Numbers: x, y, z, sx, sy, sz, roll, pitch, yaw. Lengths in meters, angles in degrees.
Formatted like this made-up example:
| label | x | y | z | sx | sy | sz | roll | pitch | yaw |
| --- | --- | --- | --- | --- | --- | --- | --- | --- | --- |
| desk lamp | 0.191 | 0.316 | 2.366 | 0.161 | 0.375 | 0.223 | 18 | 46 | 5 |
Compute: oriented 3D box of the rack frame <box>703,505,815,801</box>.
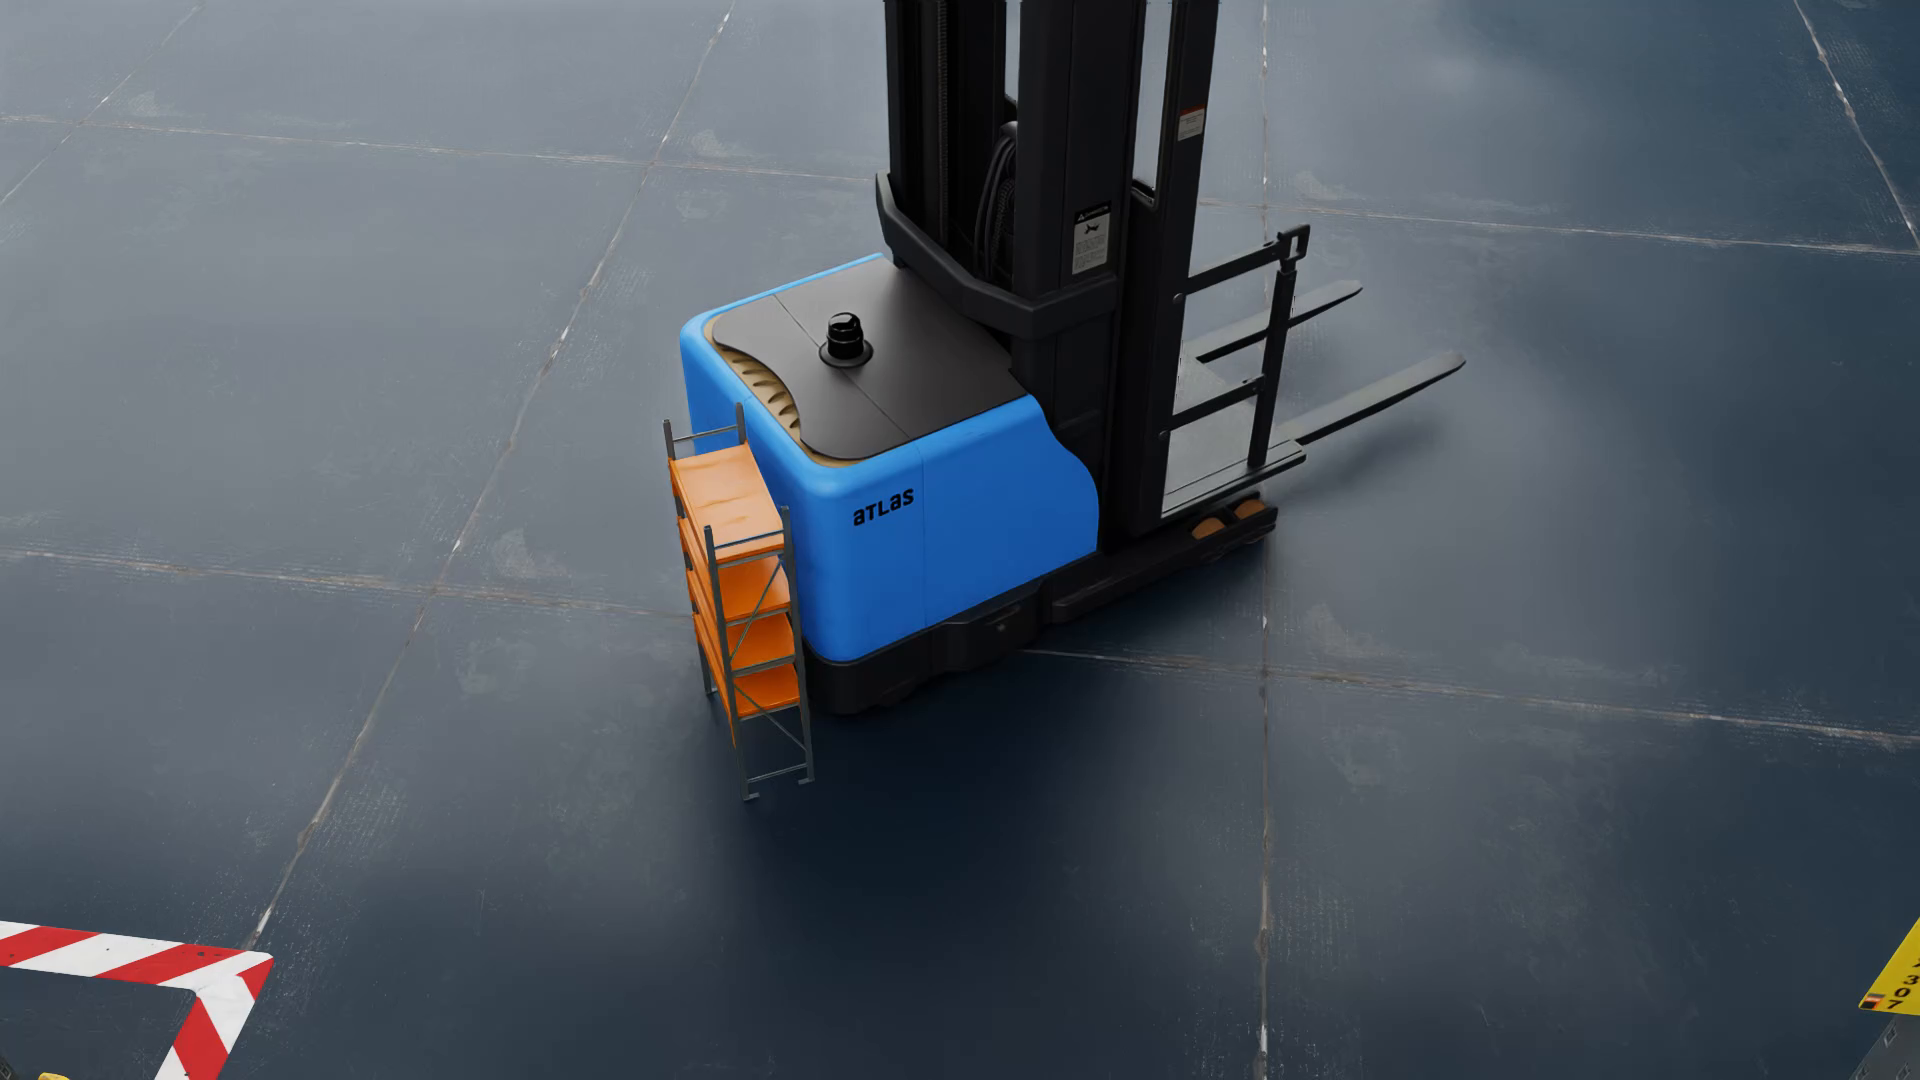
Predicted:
| label | x | y | z | sx | sy | sz | roll | pitch | yaw |
| --- | --- | --- | --- | --- | --- | --- | --- | --- | --- |
| rack frame | -0.587 | 0.373 | 4.983 | 0.240 | 1.200 | 0.015 | -14 | 45 | -15 |

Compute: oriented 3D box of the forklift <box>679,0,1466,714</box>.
| label | x | y | z | sx | sy | sz | roll | pitch | yaw |
| --- | --- | --- | --- | --- | --- | --- | --- | --- | --- |
| forklift | 0.583 | -1.265 | 5.454 | 3.031 | 2.935 | 1.130 | -23 | 48 | -23 |

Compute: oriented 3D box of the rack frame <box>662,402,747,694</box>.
| label | x | y | z | sx | sy | sz | roll | pitch | yaw |
| --- | --- | --- | --- | --- | --- | --- | --- | --- | --- |
| rack frame | -0.759 | 0.059 | 5.315 | 0.240 | 1.200 | 0.015 | -14 | 45 | -15 |

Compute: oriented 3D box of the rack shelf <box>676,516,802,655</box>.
| label | x | y | z | sx | sy | sz | roll | pitch | yaw |
| --- | --- | --- | --- | --- | --- | --- | --- | --- | --- |
| rack shelf | -0.673 | 0.103 | 5.041 | 0.258 | 0.148 | 0.480 | -14 | 45 | -15 |

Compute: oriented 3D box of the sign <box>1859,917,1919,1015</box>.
| label | x | y | z | sx | sy | sz | roll | pitch | yaw |
| --- | --- | --- | --- | --- | --- | --- | --- | --- | --- |
| sign | 1.556 | 0.671 | 2.673 | 0.100 | 0.325 | 0.005 | 5 | 44 | 6 |

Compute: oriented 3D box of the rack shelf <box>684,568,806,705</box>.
| label | x | y | z | sx | sy | sz | roll | pitch | yaw |
| --- | --- | --- | --- | --- | --- | --- | --- | --- | --- |
| rack shelf | -0.673 | 0.265 | 5.195 | 0.258 | 0.148 | 0.480 | -14 | 45 | -15 |

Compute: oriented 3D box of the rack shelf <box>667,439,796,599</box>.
| label | x | y | z | sx | sy | sz | roll | pitch | yaw |
| --- | --- | --- | --- | --- | --- | --- | --- | --- | --- |
| rack shelf | -0.673 | -0.069 | 4.879 | 0.258 | 0.148 | 0.480 | -14 | 45 | -15 |

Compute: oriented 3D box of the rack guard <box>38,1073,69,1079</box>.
| label | x | y | z | sx | sy | sz | roll | pitch | yaw |
| --- | --- | --- | --- | --- | --- | --- | --- | --- | --- |
| rack guard | -2.767 | 1.579 | 4.219 | 1.175 | 0.500 | 0.348 | 5 | 44 | 6 |

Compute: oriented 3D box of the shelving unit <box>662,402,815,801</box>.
| label | x | y | z | sx | sy | sz | roll | pitch | yaw |
| --- | --- | --- | --- | --- | --- | --- | --- | --- | --- |
| shelving unit | -0.673 | 0.216 | 5.149 | 0.258 | 1.200 | 0.503 | -14 | 45 | -15 |

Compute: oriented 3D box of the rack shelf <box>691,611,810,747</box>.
| label | x | y | z | sx | sy | sz | roll | pitch | yaw |
| --- | --- | --- | --- | --- | --- | --- | --- | --- | --- |
| rack shelf | -0.673 | 0.409 | 5.332 | 0.258 | 0.148 | 0.480 | -14 | 45 | -15 |
